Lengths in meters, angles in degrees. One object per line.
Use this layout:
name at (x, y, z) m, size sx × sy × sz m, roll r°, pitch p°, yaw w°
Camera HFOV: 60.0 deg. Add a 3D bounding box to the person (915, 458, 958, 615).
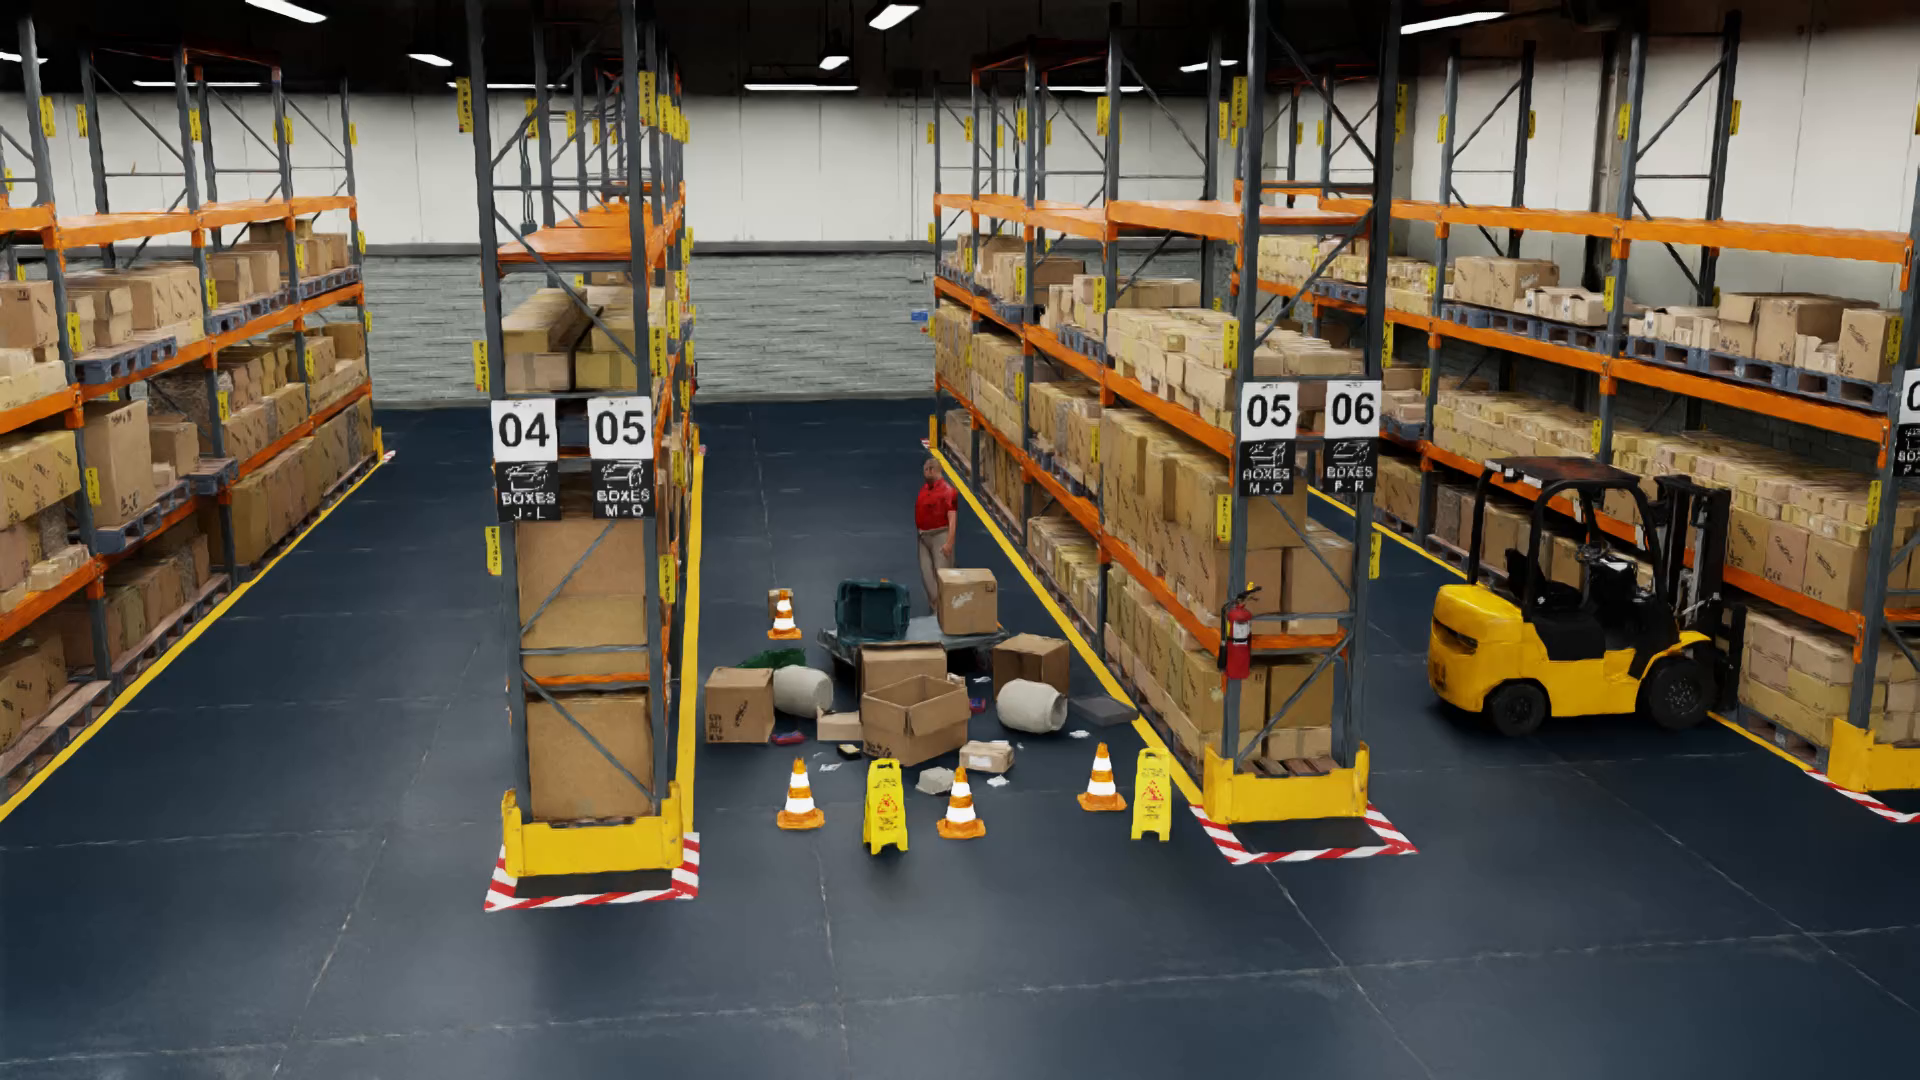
person at (-0.219, 0.005, 17.058) m, size 0.605 × 1.687 × 0.721 m, roll 12°, pitch 18°, yaw 42°
